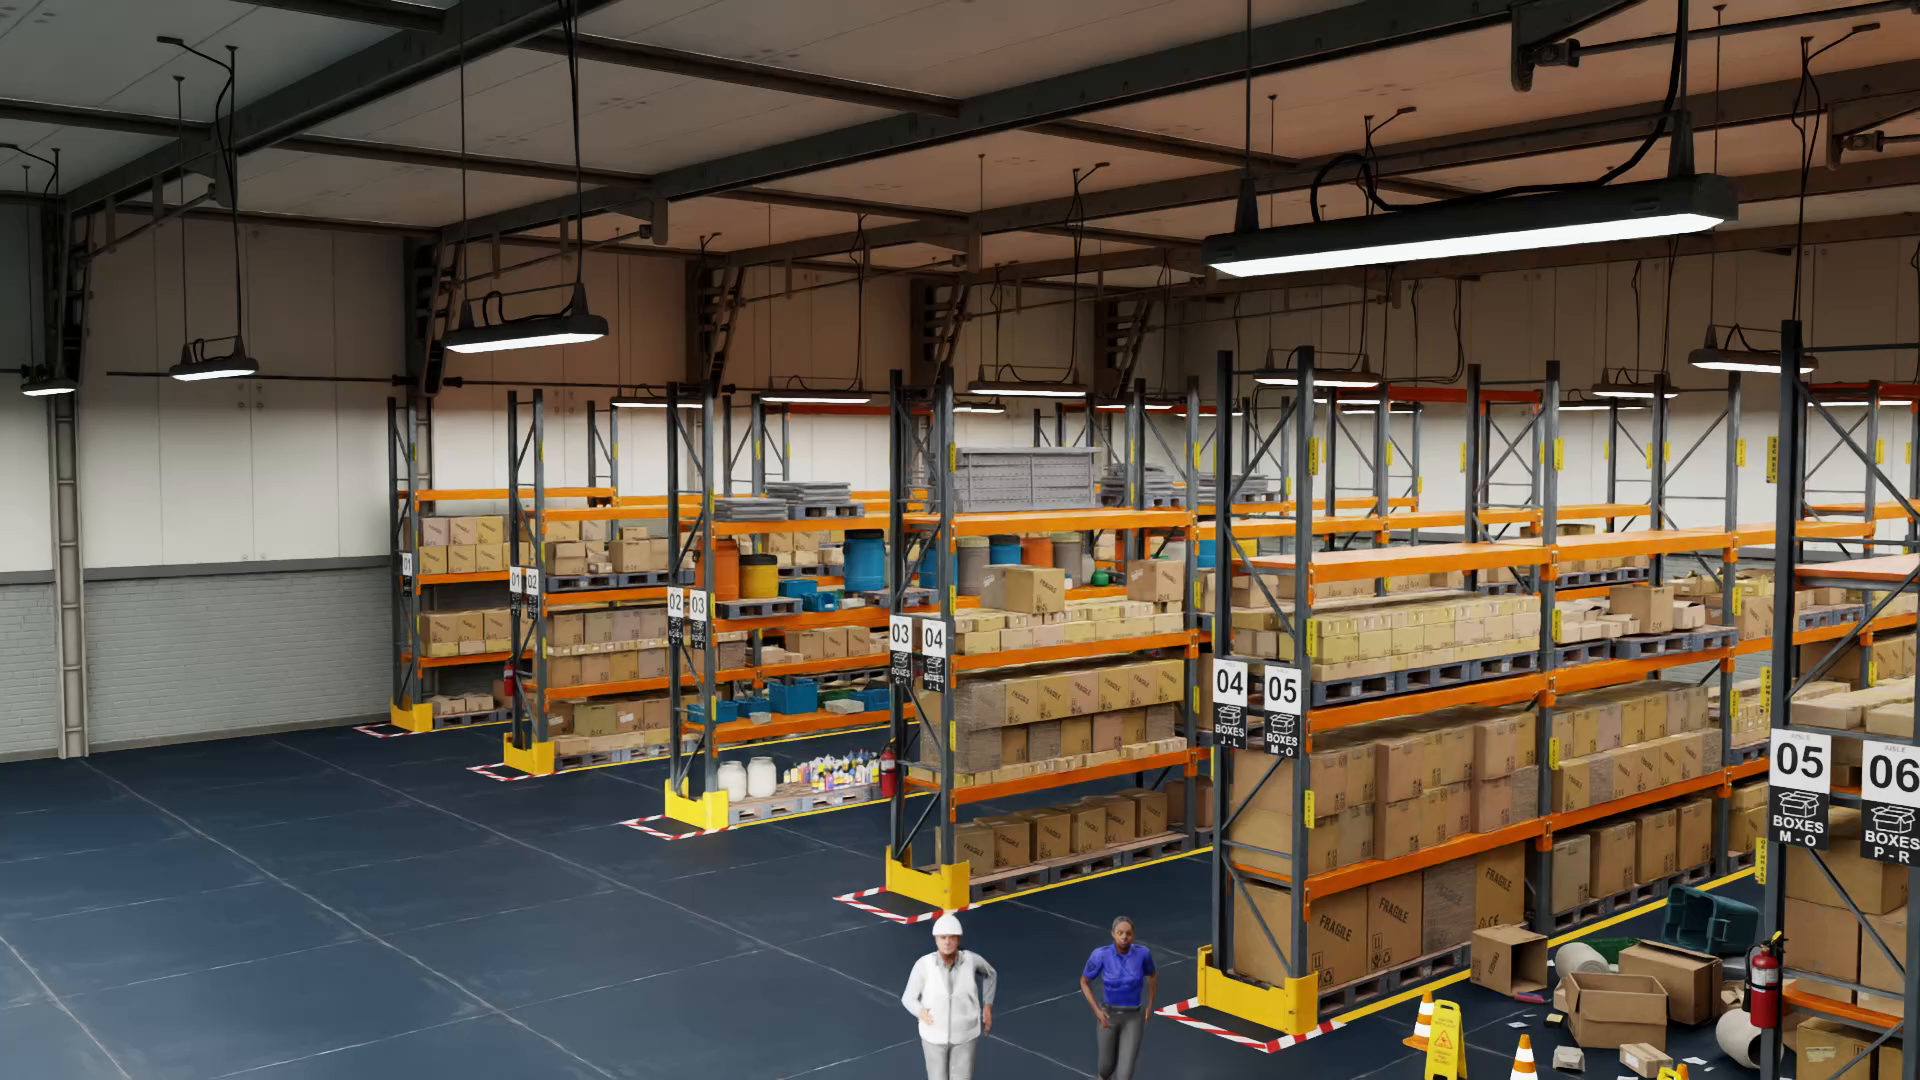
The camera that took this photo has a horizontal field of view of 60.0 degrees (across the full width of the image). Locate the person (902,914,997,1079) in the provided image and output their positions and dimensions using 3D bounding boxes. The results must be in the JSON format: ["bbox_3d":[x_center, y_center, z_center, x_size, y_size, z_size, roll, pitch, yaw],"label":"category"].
[{"bbox_3d":[-0.073,3.595,12.029,0.690,1.820,0.922,0,3,0],"label":"person"}]

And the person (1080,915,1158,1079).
[{"bbox_3d":[1.210,3.630,12.603,0.600,1.639,0.777,0,3,-3],"label":"person"}]

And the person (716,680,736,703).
[{"bbox_3d":[-4.419,2.447,31.556,0.551,1.635,0.557,2,4,34],"label":"person"}]
